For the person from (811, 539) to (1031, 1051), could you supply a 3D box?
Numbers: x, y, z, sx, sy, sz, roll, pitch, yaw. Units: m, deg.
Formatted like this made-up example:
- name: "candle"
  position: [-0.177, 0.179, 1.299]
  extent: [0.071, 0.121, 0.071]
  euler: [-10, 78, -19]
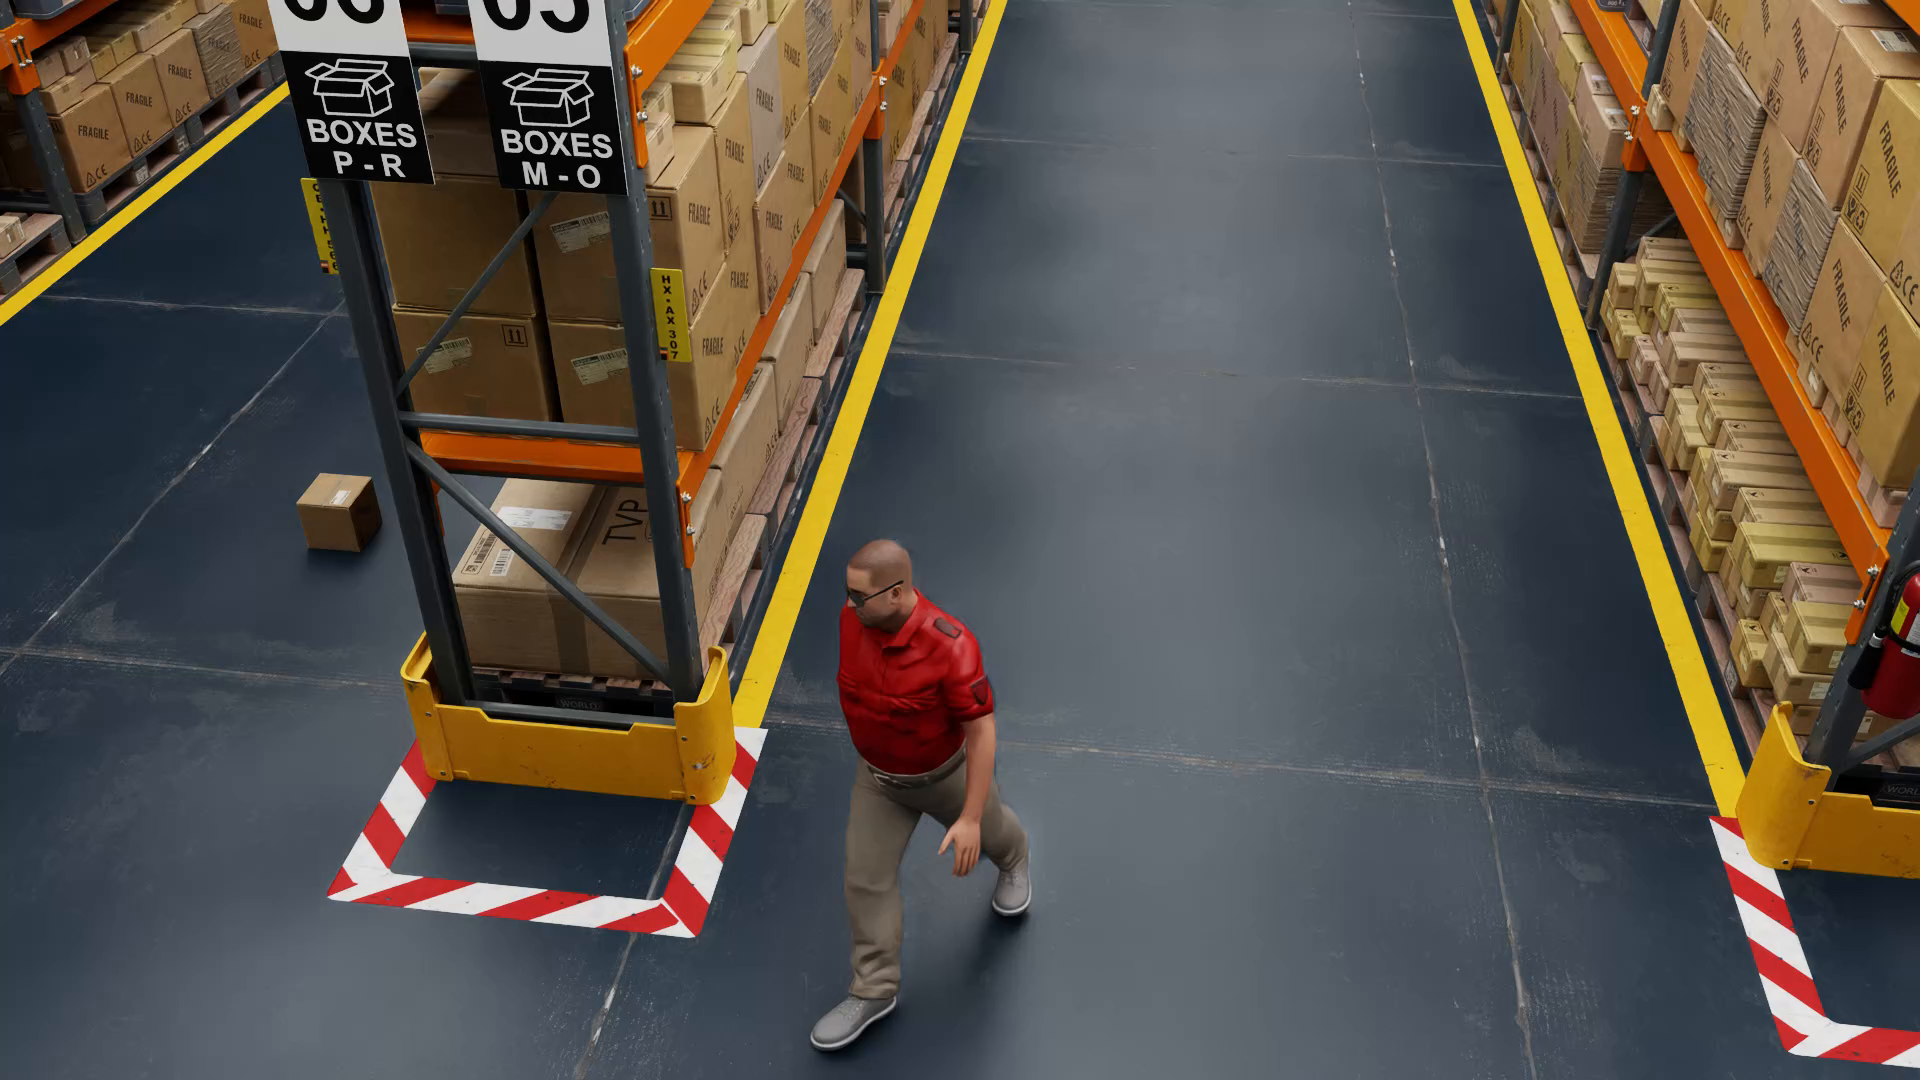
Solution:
- name: "person"
  position: [-0.128, 0.727, 5.171]
  extent: [0.620, 1.661, 1.056]
  euler: [16, 39, 21]
